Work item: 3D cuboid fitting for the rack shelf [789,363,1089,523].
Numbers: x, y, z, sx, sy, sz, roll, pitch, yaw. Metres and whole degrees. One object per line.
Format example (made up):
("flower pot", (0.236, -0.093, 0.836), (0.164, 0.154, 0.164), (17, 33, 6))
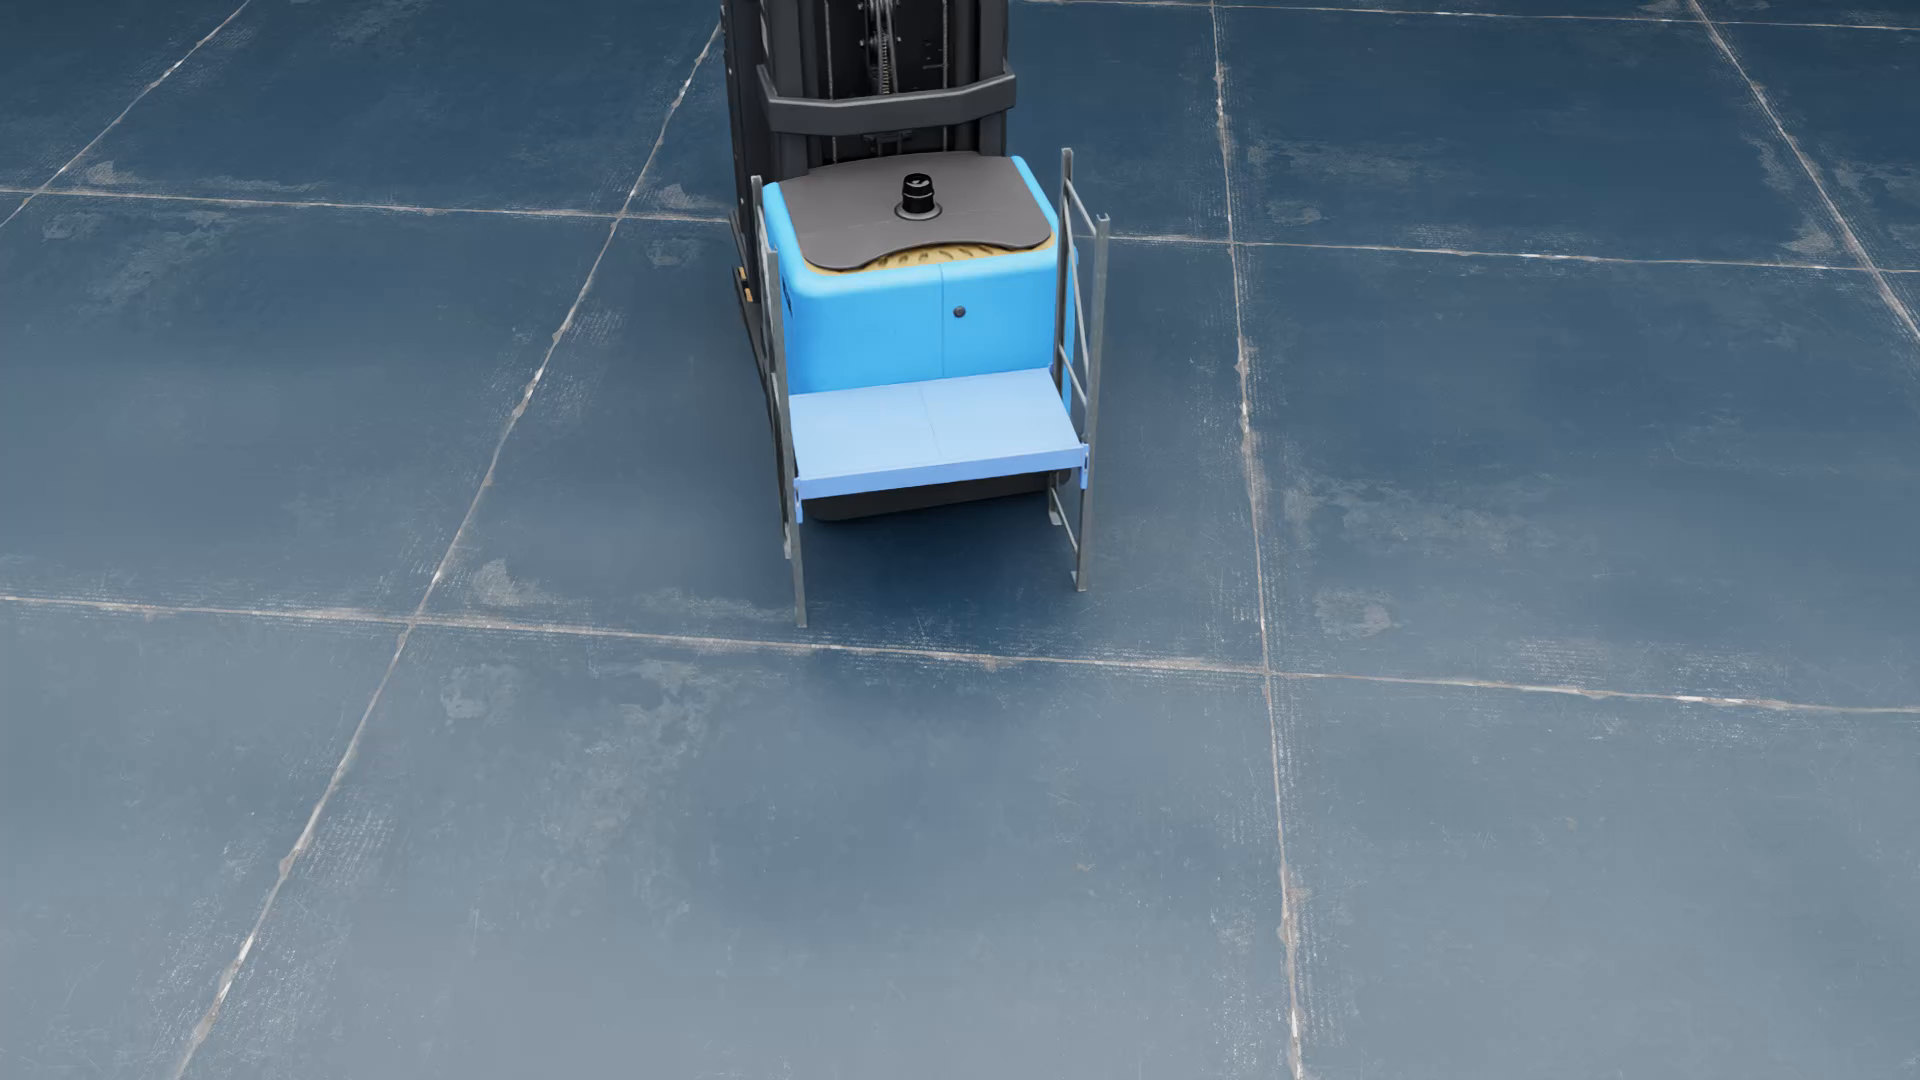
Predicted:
("rack shelf", (-0.104, -0.346, 5.773), (1.000, 0.185, 0.538), (-7, 40, -9))

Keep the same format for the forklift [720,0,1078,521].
("forklift", (-0.410, -2.144, 6.562), (1.130, 2.935, 3.031), (-9, 40, -10))

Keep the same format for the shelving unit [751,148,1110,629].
("shelving unit", (-0.104, -0.486, 5.659), (1.048, 1.500, 0.538), (-7, 40, -9))

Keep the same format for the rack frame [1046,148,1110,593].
("rack frame", (0.395, -0.548, 5.735), (0.032, 1.500, 0.500), (-7, 40, -9))

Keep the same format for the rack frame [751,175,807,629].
("rack frame", (-0.603, -0.424, 5.583), (0.032, 1.500, 0.500), (-7, 40, -9))
